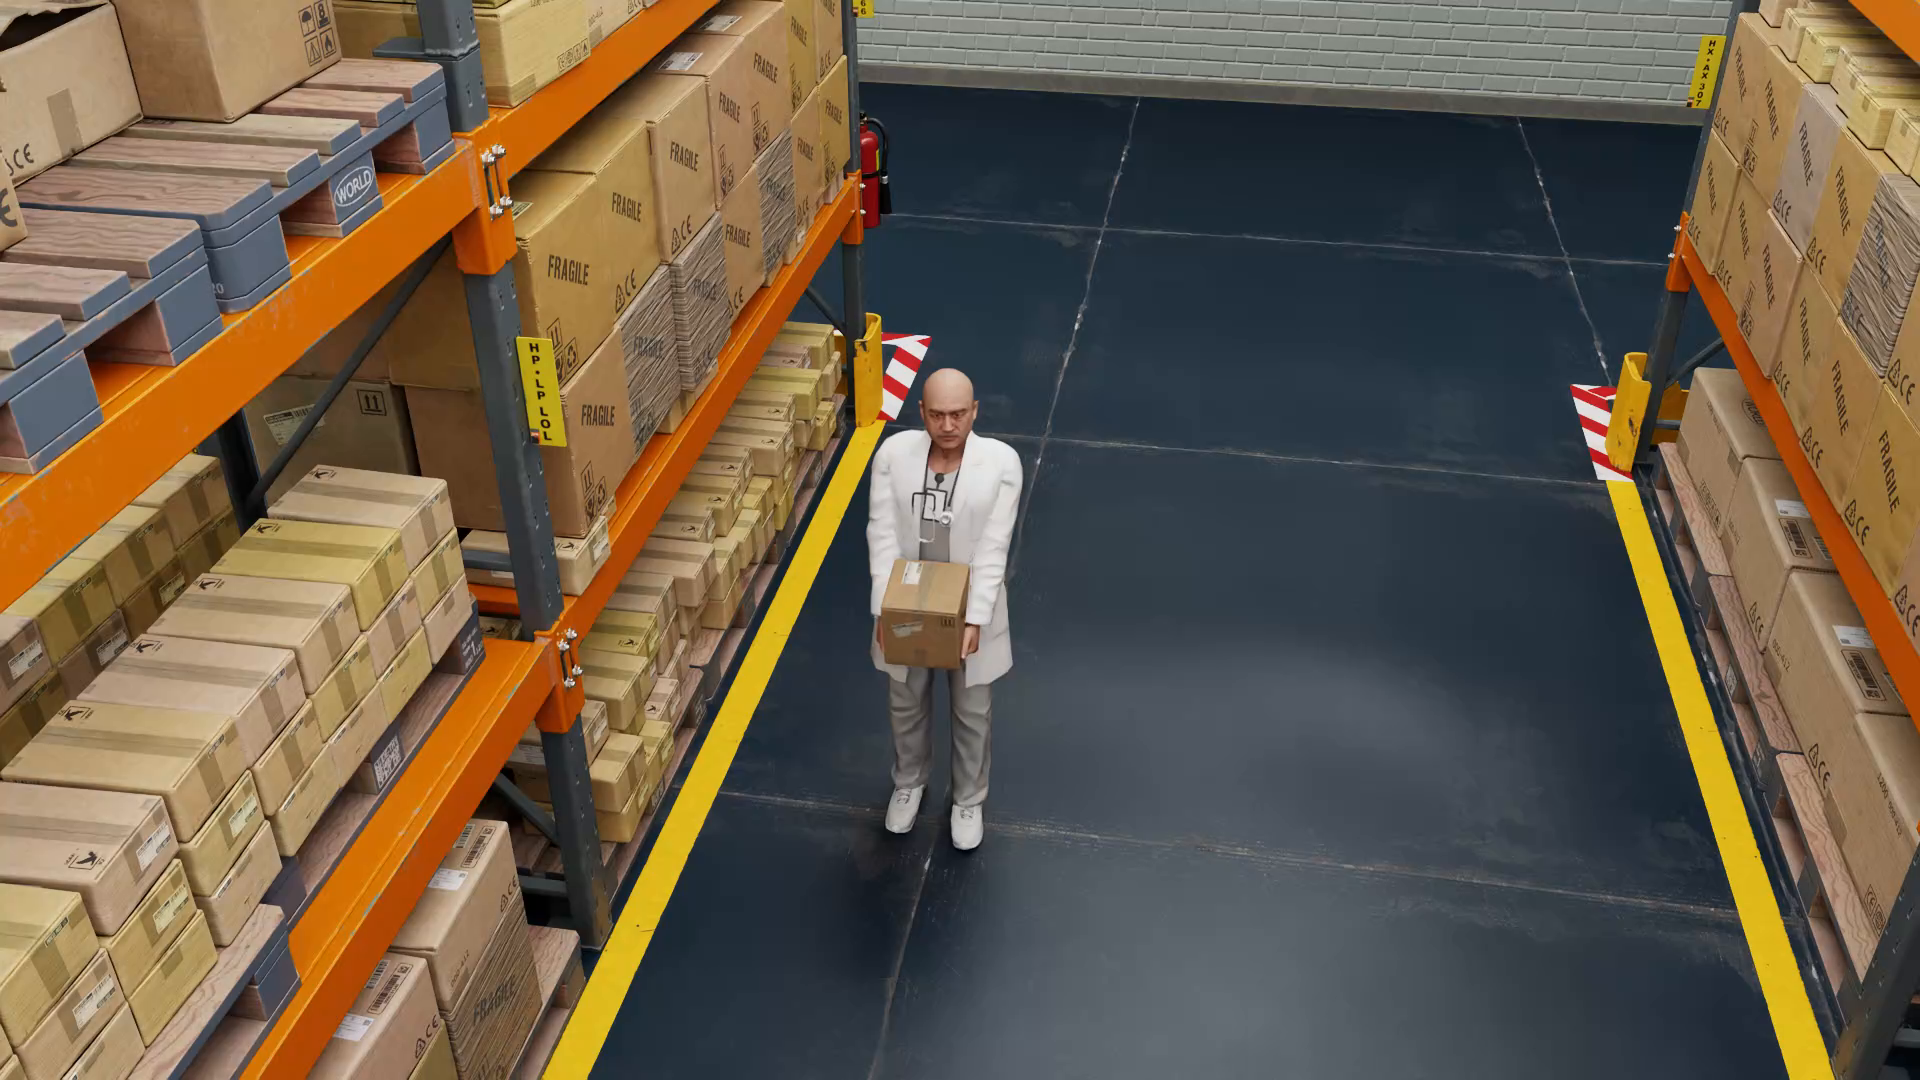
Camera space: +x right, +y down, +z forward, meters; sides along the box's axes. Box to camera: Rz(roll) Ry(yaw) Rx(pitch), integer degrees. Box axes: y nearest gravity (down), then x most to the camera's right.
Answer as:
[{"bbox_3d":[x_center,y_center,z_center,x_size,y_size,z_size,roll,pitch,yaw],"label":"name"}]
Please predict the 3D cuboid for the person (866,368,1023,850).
[{"bbox_3d":[-0.072,0.288,5.692,0.525,1.779,0.545,5,32,8],"label":"person"}]
